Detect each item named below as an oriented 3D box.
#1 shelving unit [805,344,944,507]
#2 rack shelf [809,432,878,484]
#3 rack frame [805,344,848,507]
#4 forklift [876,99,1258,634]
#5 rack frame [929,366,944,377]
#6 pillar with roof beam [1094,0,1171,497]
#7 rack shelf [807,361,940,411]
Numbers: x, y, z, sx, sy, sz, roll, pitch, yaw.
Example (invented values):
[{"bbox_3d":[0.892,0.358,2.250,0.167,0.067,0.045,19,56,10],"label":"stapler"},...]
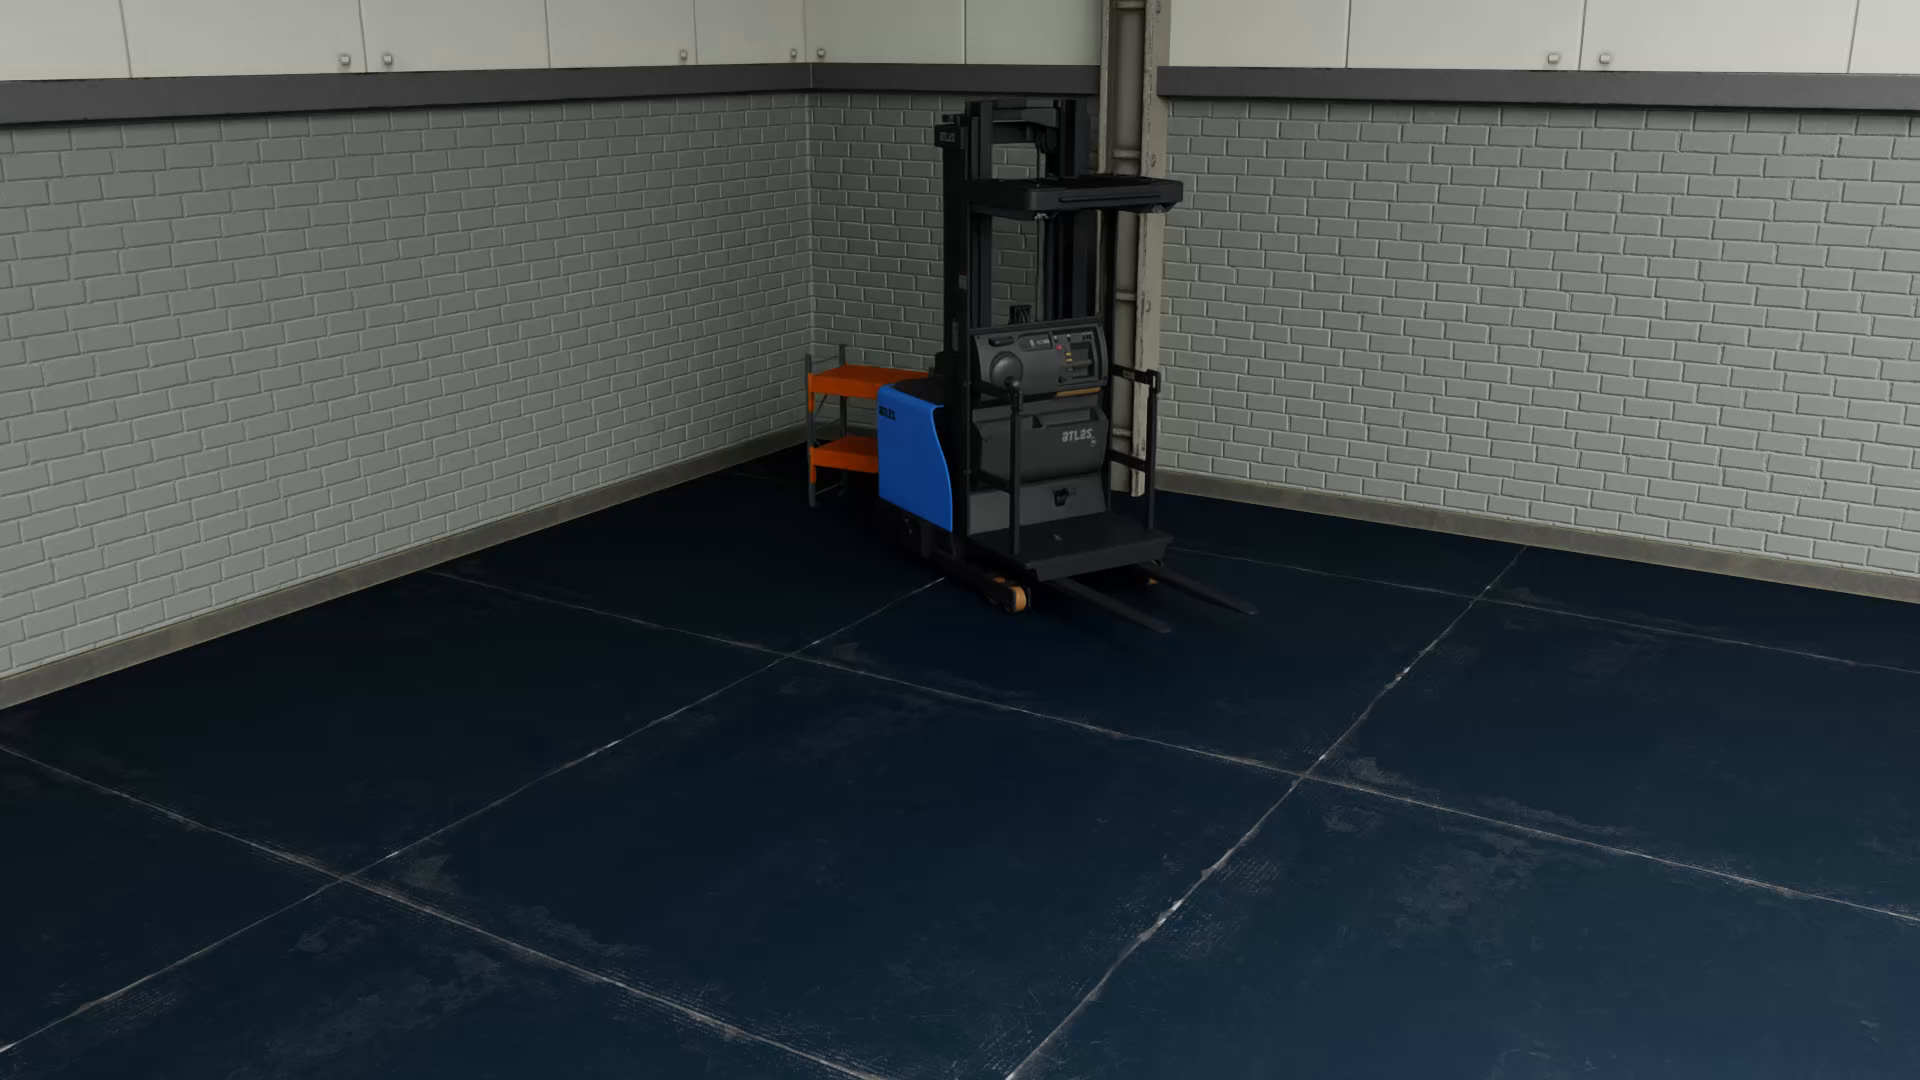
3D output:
[{"bbox_3d":[-0.529,-0.778,12.008,1.048,1.125,0.538,9,19,27],"label":"shelving unit"},{"bbox_3d":[-0.529,-0.544,12.079,1.000,0.278,0.538,9,19,27],"label":"rack shelf"},{"bbox_3d":[-0.978,-0.848,12.236,0.032,1.125,0.500,9,19,27],"label":"rack frame"},{"bbox_3d":[0.612,-1.117,10.017,1.130,2.935,3.031,-10,19,-29],"label":"forklift"},{"bbox_3d":[-0.080,-0.709,11.780,0.032,1.125,0.500,9,19,27],"label":"rack frame"},{"bbox_3d":[-1.017,-3.630,7.849,0.400,9.000,9.100,10,20,30],"label":"pillar with roof beam"},{"bbox_3d":[-0.529,-1.058,11.923,1.000,0.278,0.538,9,19,27],"label":"rack shelf"}]
